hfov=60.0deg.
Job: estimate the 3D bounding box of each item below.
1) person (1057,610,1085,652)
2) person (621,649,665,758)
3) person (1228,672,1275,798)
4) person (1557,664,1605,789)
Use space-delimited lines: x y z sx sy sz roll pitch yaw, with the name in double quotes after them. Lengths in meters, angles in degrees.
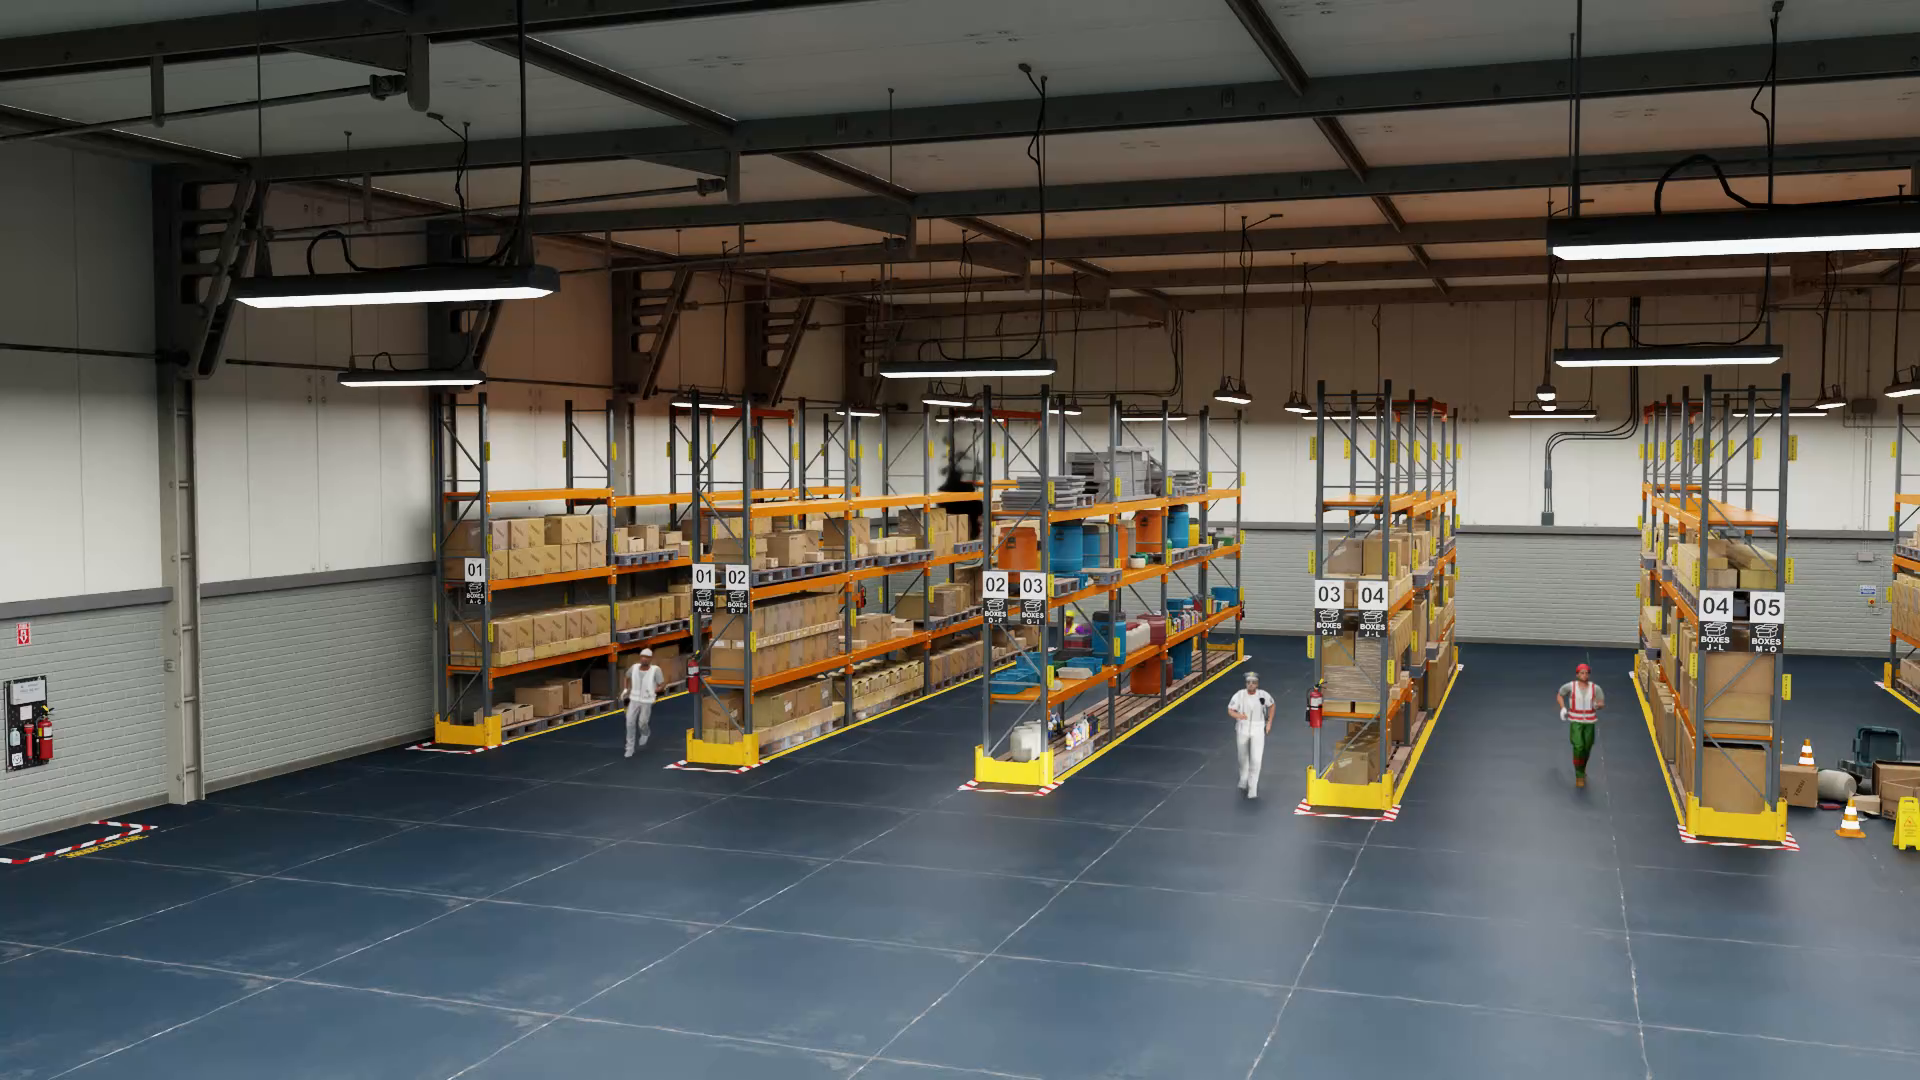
2.252 2.316 33.873 0.702 1.779 0.922 1 3 25 "person"
-5.245 2.679 27.545 0.721 1.777 0.846 0 3 5 "person"
4.247 2.844 24.276 0.670 1.863 0.780 1 3 14 "person"
9.360 2.766 25.019 0.640 1.823 0.814 0 3 9 "person"
